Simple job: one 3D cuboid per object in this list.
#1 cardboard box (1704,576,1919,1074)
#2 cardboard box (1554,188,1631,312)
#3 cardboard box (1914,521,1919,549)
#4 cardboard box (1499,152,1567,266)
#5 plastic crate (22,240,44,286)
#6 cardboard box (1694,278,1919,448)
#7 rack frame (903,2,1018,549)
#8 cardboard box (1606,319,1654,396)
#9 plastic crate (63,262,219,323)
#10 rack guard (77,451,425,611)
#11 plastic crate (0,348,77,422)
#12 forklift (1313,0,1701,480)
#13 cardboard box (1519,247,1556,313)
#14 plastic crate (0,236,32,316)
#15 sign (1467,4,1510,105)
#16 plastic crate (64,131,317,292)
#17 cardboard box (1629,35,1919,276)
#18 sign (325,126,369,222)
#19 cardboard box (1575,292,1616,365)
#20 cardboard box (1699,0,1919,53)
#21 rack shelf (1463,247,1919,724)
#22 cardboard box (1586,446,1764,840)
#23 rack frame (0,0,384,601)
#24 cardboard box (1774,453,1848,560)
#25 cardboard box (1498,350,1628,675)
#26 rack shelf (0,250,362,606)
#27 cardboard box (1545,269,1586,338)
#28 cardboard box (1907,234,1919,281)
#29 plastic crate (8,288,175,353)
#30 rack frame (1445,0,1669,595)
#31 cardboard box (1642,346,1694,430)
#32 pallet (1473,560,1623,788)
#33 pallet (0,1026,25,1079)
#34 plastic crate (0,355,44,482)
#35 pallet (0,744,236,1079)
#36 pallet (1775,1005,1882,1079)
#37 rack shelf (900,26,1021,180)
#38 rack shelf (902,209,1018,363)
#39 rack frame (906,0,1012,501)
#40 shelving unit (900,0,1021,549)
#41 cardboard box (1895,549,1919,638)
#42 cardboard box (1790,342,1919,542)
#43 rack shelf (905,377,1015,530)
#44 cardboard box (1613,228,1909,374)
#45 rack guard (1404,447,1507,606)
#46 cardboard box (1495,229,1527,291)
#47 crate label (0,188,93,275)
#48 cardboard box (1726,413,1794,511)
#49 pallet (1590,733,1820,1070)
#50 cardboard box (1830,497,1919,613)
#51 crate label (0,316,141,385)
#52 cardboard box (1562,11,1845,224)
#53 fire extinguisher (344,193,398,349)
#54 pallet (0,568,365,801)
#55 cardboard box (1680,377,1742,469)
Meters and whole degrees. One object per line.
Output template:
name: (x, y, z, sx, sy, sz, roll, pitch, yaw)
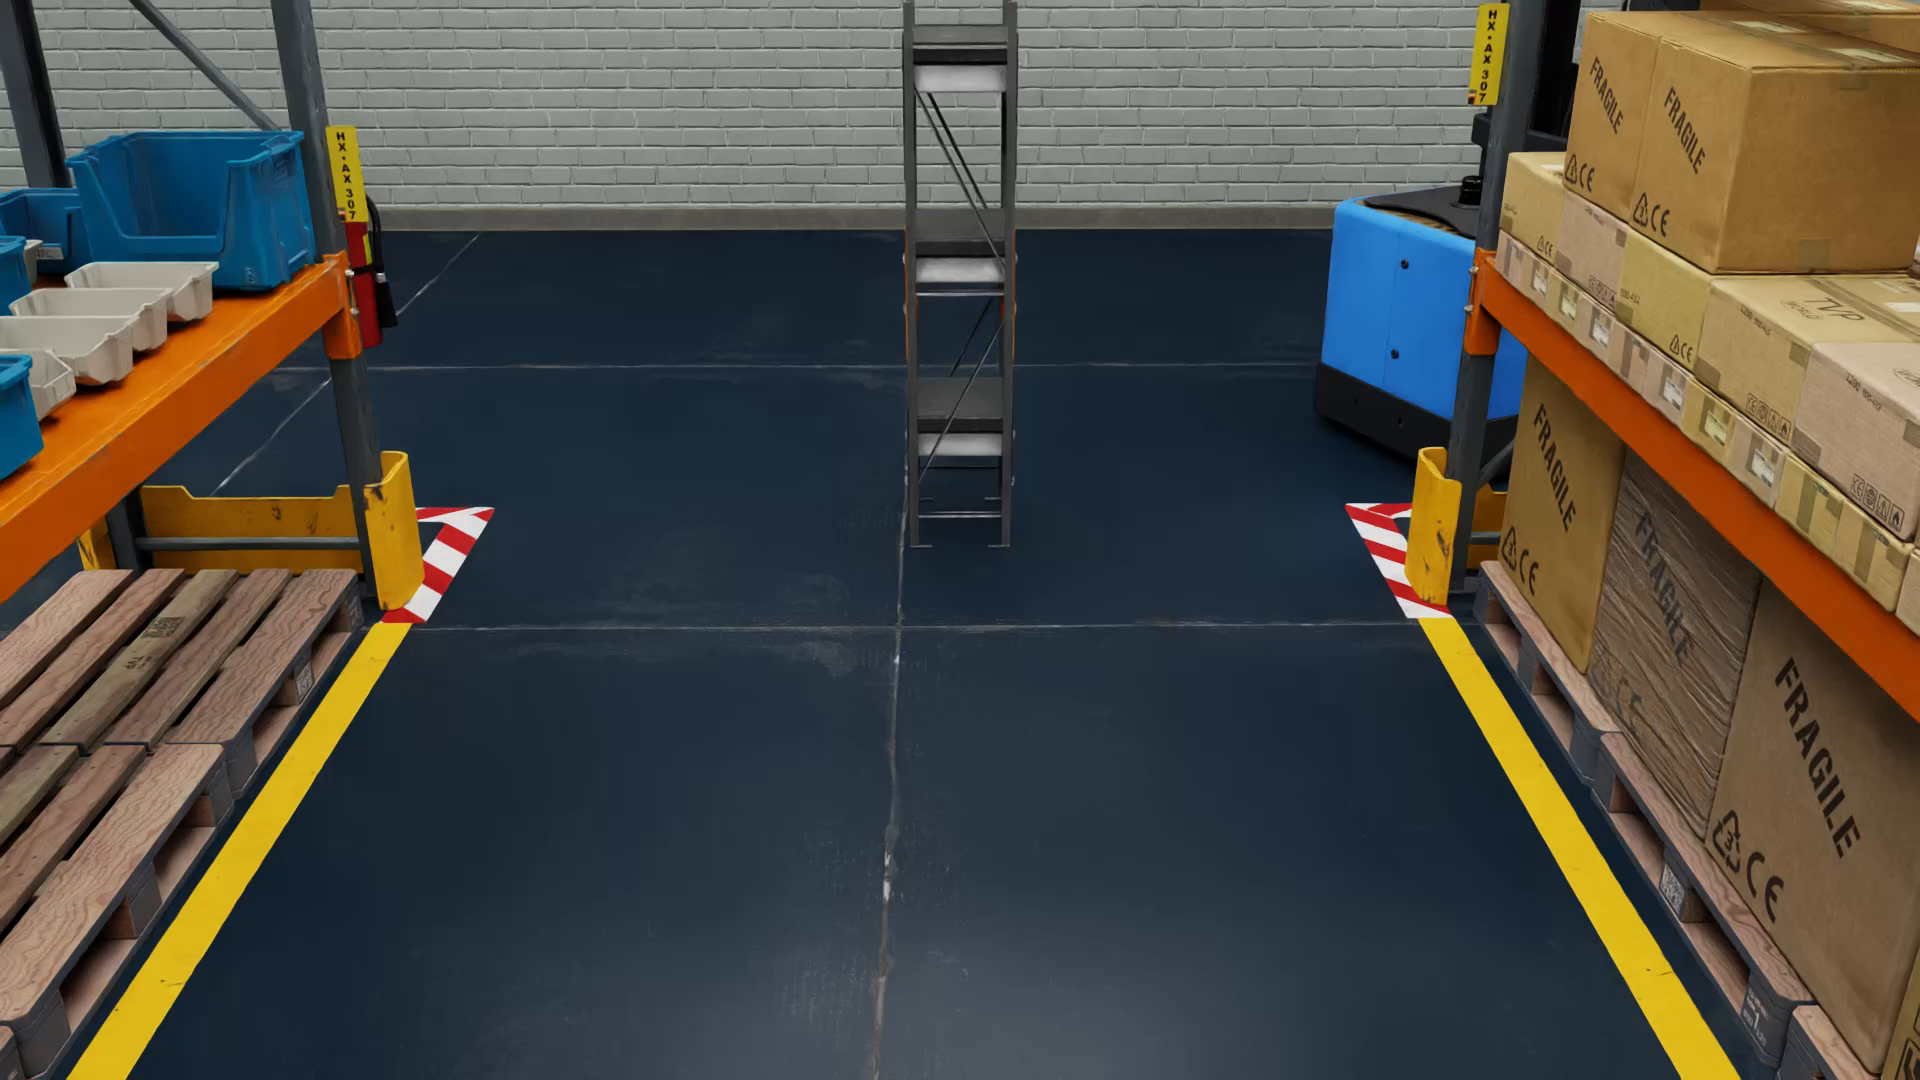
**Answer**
cardboard box: (2.420, 0.596, 3.861, 0.875, 0.875, 0.875, 0, 24, -1)
cardboard box: (2.061, -0.840, 4.788, 0.500, 0.250, 0.500, -1, 24, -1)
cardboard box: (2.082, 0.001, 2.928, 0.500, 0.250, 0.500, 0, 24, 1)
cardboard box: (2.049, -1.054, 5.262, 0.500, 0.250, 0.500, -1, 24, -2)
plastic crate: (-3.045, -0.835, 5.204, 0.250, 0.136, 0.298, 0, 24, -1)
cardboard box: (2.074, -0.418, 3.855, 0.500, 0.250, 0.500, -1, 24, -2)
rack frame: (0.001, -0.924, 6.246, 0.400, 2.100, 0.015, 0, 24, -1)
cardboard box: (2.001, -0.500, 4.521, 0.380, 0.149, 0.250, -1, 24, -2)
plastic crate: (-2.449, -0.736, 4.984, 0.396, 0.136, 0.243, 0, 24, -1)
rack guard: (-2.652, -0.035, 6.220, 1.175, 0.500, 0.348, 0, 24, -1)
plastic crate: (-2.411, -0.380, 4.196, 0.298, 0.136, 0.250, 0, 24, -1)
forklift: (3.247, -2.002, 7.620, 3.031, 2.935, 1.130, -12, 27, -24)
cardboard box: (1.992, -0.818, 5.223, 0.380, 0.149, 0.250, -1, 24, -1)
plastic crate: (-2.958, -0.740, 4.877, 0.416, 0.233, 0.300, 0, 24, -1)
sign: (1.759, -1.616, 5.537, 0.100, 0.325, 0.005, 0, 24, -1)
plastic crate: (-2.448, -1.070, 5.360, 0.616, 0.435, 0.499, 0, 24, -1)
cardboard box: (2.066, -0.976, 4.180, 0.500, 0.500, 0.500, -1, 24, -2)
sign: (-2.089, -1.247, 5.669, 0.100, 0.325, 0.005, 0, 24, -1)
cardboard box: (1.999, -0.605, 4.752, 0.380, 0.149, 0.250, -1, 24, -1)
cardboard box: (2.582, -1.395, 5.106, 0.500, 0.500, 0.500, 0, 24, 0)
rack shelf: (2.336, -0.034, 4.058, 1.077, 0.370, 4.000, 0, 24, -1)
cardboard box: (2.411, 0.229, 4.672, 0.875, 0.875, 0.875, 0, 24, -1)
rack frame: (-2.639, -1.164, 5.683, 1.000, 3.000, 0.127, 0, 24, -1)
cardboard box: (2.012, -0.077, 3.585, 0.380, 0.149, 0.250, -1, 24, -1)
cardboard box: (2.401, -0.146, 5.501, 0.875, 0.875, 0.875, 0, 24, -1)
rack shelf: (-2.617, -0.012, 4.009, 1.077, 0.370, 4.000, 0, 24, -1)
cardboard box: (1.995, -0.712, 4.990, 0.380, 0.149, 0.250, -1, 24, -2)
cardboard box: (2.595, -0.636, 4.337, 0.500, 0.250, 0.500, -1, 24, -2)
plastic crate: (-2.460, -0.616, 4.719, 0.396, 0.136, 0.243, 0, 24, -1)
rack frame: (2.314, -1.186, 5.732, 1.000, 3.000, 0.127, 0, 24, -1)
cardboard box: (2.004, -0.394, 4.286, 0.380, 0.149, 0.250, -1, 24, -1)
pallet: (2.401, 0.414, 5.579, 1.003, 0.211, 1.213, 0, 24, -1)
pallet: (-2.642, 1.452, 3.283, 1.003, 0.211, 1.213, 0, 24, -1)
plastic crate: (-2.360, -0.270, 3.836, 0.416, 0.233, 0.300, 0, 24, -1)
pallet: (-2.658, 0.948, 4.397, 1.003, 0.211, 1.213, 0, 24, -1)
pallet: (2.427, 1.419, 3.356, 1.003, 0.211, 1.213, 0, 24, -1)
rack shelf: (-0.002, -1.650, 6.185, 0.431, 0.518, 0.480, 0, 24, -1)
rack shelf: (-0.002, -1.012, 6.474, 0.431, 0.518, 0.480, 0, 24, -1)
rack frame: (-0.004, -1.125, 6.690, 0.400, 2.100, 0.015, 0, 24, -1)
shelving unit: (-0.002, -1.025, 6.468, 0.431, 2.100, 0.503, 0, 24, -1)
cardboard box: (2.018, 0.135, 3.117, 0.380, 0.149, 0.250, 0, 24, 0)
cardboard box: (2.076, -0.209, 3.393, 0.500, 0.250, 0.500, 0, 24, 1)
rack shelf: (-0.002, -0.375, 6.762, 0.431, 0.518, 0.480, 0, 24, -1)
cardboard box: (2.063, -0.633, 4.330, 0.500, 0.250, 0.500, -1, 24, -2)
rack guard: (2.314, -0.057, 6.269, 1.175, 0.500, 0.348, 0, 24, -1)
cardboard box: (1.988, -0.924, 5.457, 0.380, 0.149, 0.250, 0, 24, 0)
crate label: (-2.965, -1.011, 5.477, 0.416, 0.233, 0.303, 0, 24, -1)
cardboard box: (2.011, -0.182, 3.817, 0.380, 0.149, 0.250, 0, 24, 0)
pallet: (2.411, 0.915, 4.470, 1.003, 0.211, 1.213, 0, 24, -1)
cardboard box: (2.015, 0.029, 3.352, 0.380, 0.149, 0.250, 0, 24, 0)
crate label: (-2.433, -0.501, 4.466, 0.396, 0.136, 0.243, 0, 24, -1)
cardboard box: (2.055, -1.190, 4.652, 0.500, 0.500, 0.500, -1, 24, -2)
fire extinguisher: (-2.186, -1.023, 5.918, 0.296, 0.674, 0.183, 0, 24, -1)
pallet: (-2.669, 0.447, 5.506, 1.003, 0.211, 1.213, 0, 24, -1)
cardboard box: (2.006, -0.290, 4.056, 0.380, 0.149, 0.250, -1, 24, -2)
